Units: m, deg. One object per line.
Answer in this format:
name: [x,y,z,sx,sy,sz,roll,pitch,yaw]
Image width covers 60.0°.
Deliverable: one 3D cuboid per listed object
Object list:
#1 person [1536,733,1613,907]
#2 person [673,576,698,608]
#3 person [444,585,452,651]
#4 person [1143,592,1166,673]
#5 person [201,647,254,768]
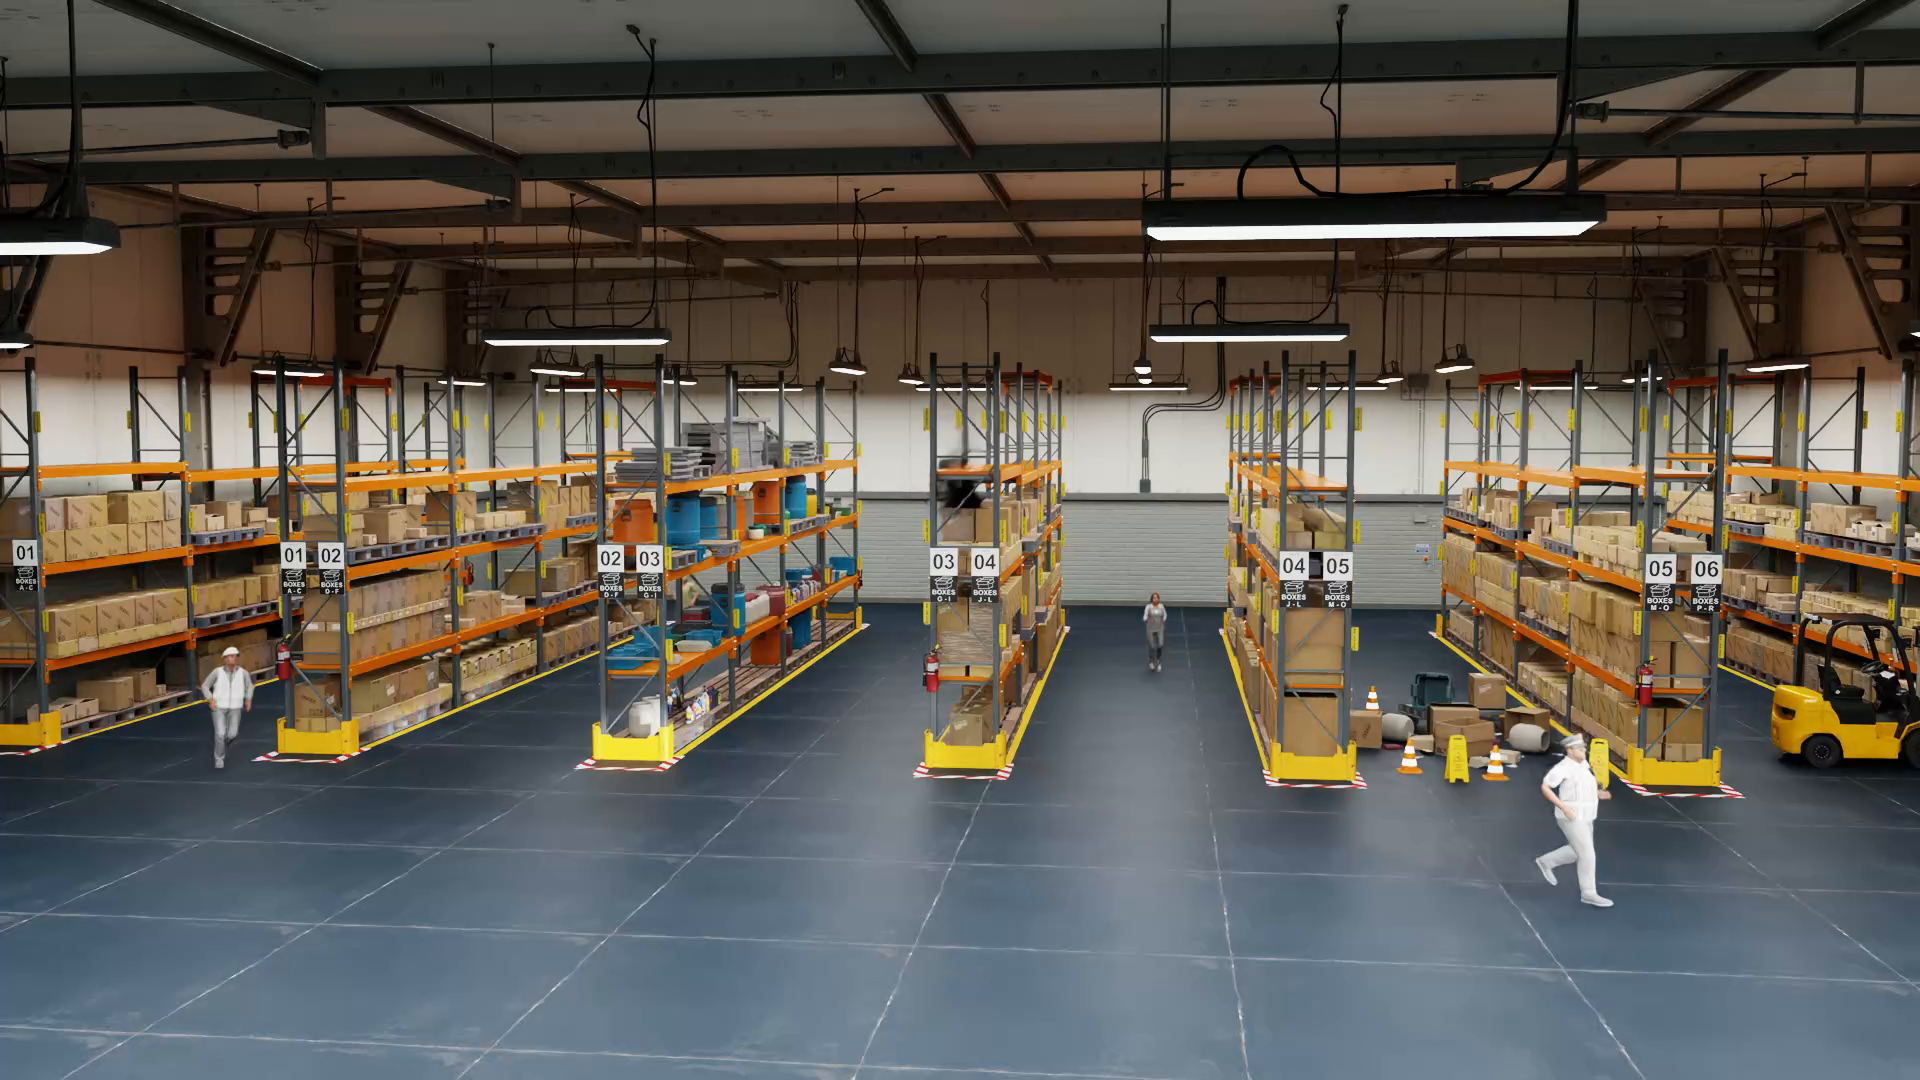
person: [6.433,2.884,17.402,0.674,1.752,0.901,-4,5,-42]
person: [-6.186,1.532,37.360,0.554,1.653,0.635,0,4,1]
person: [-10.330,1.772,33.757,0.665,1.713,0.821,0,4,3]
person: [3.914,1.857,33.341,0.490,1.625,0.711,0,4,1]
person: [-10.695,2.431,24.325,0.717,1.728,0.536,-3,5,-34]
